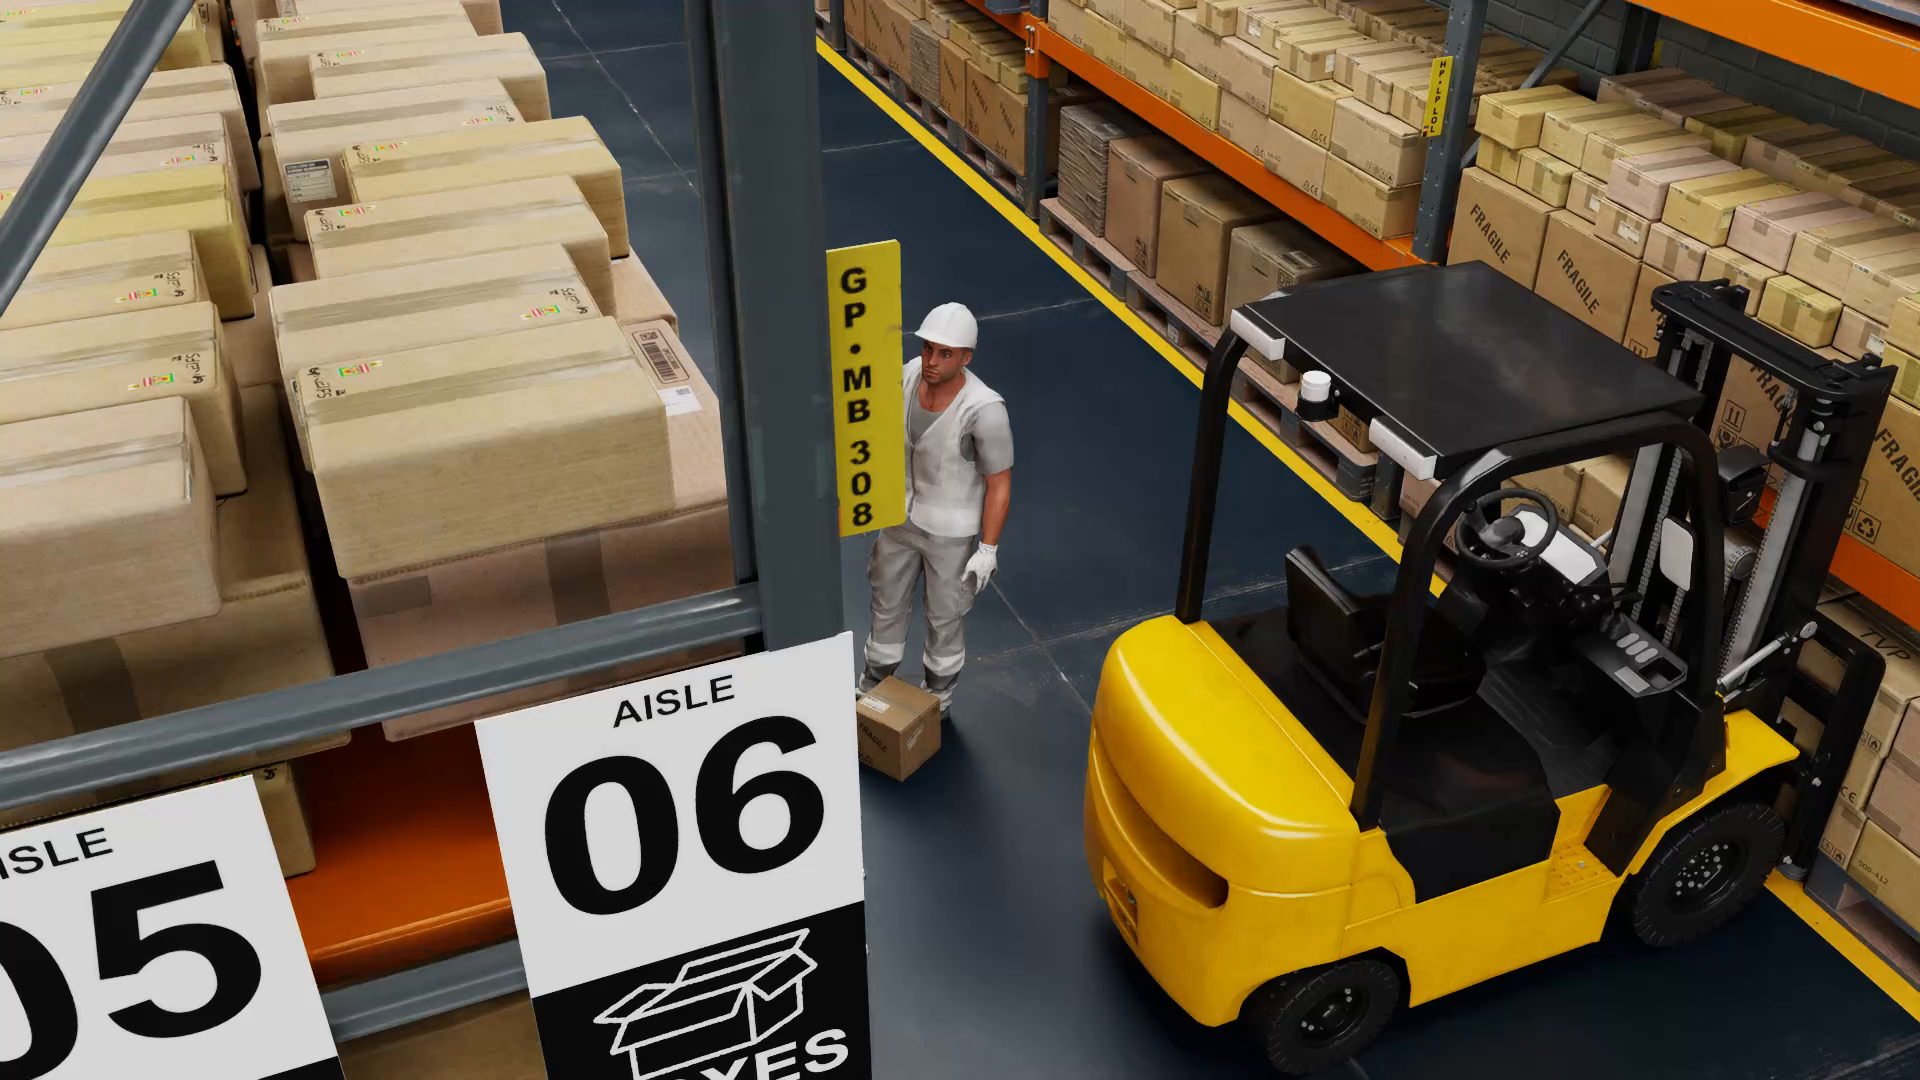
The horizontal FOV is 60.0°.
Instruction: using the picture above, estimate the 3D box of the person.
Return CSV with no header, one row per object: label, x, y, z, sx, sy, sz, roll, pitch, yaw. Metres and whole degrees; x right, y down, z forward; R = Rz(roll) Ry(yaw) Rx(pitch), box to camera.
person,-0.157,-0.021,6.132,0.638,1.789,0.563,23,40,31
